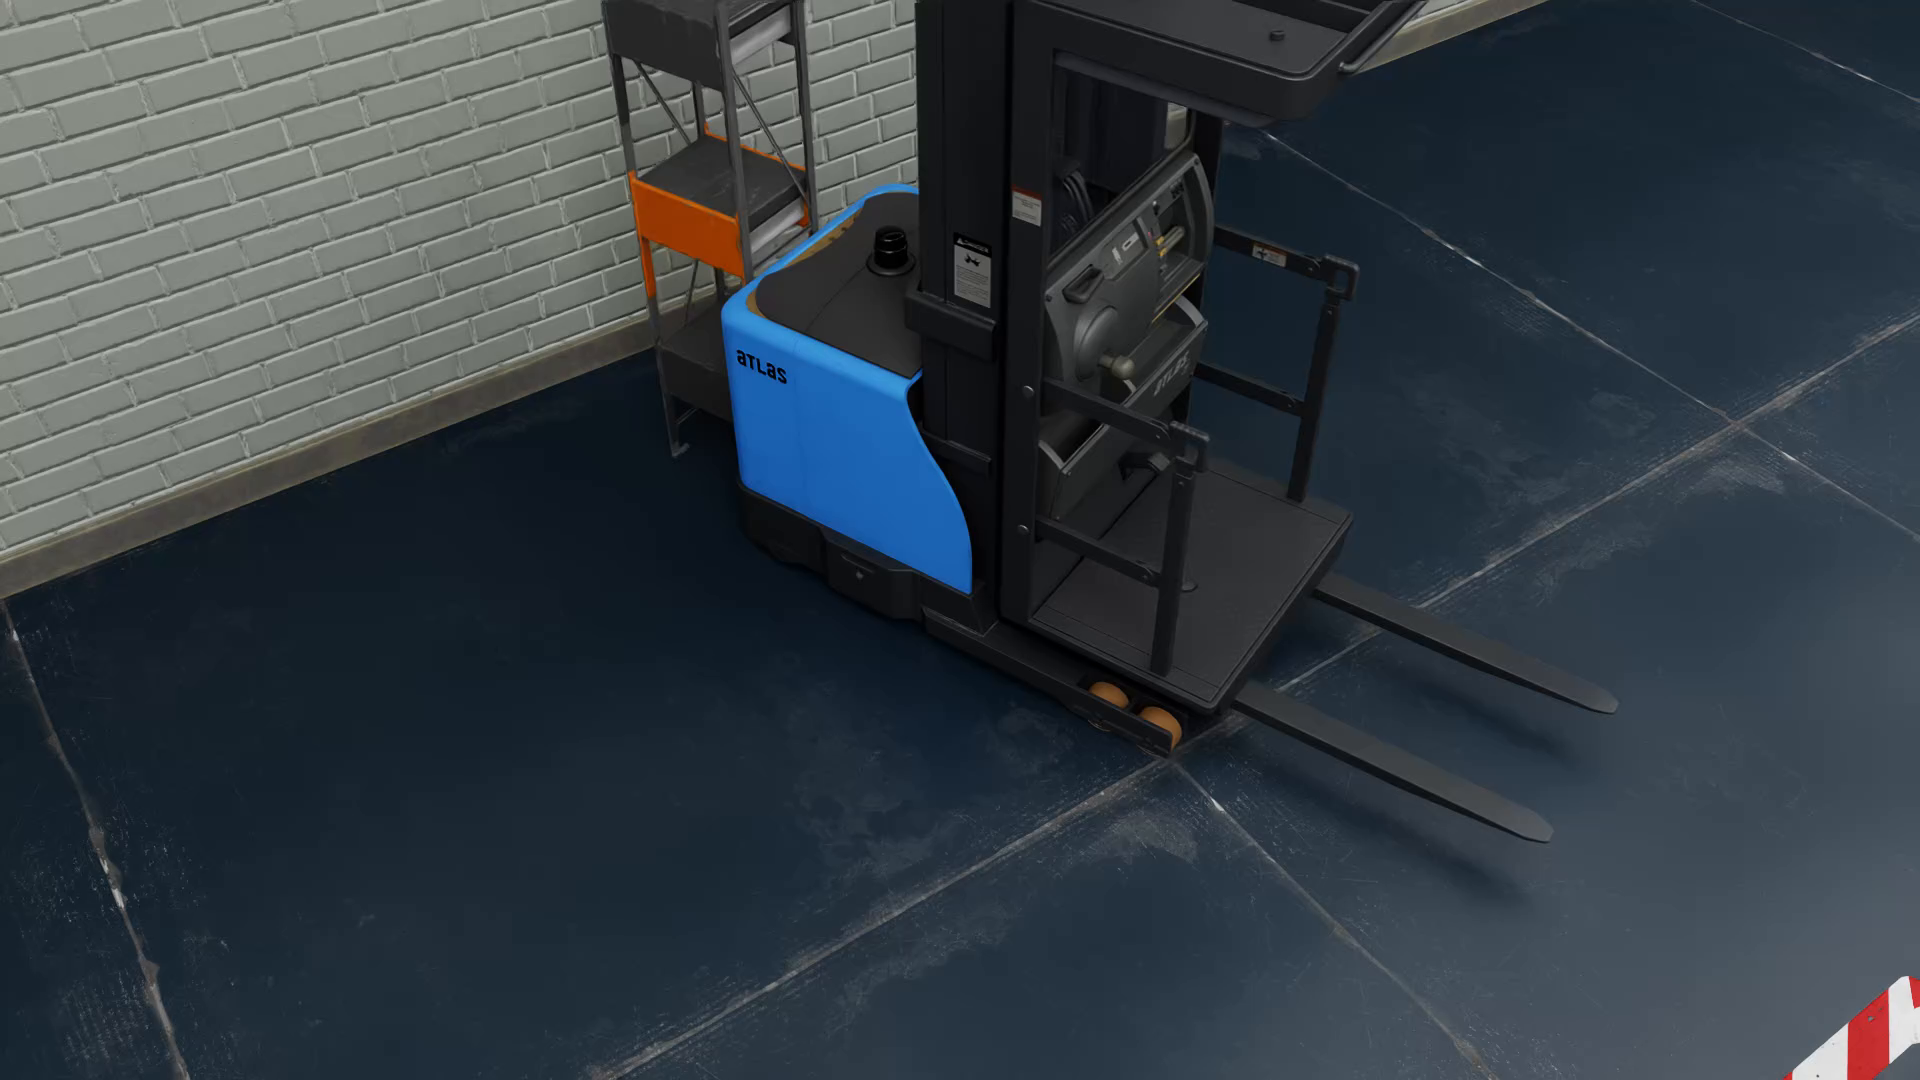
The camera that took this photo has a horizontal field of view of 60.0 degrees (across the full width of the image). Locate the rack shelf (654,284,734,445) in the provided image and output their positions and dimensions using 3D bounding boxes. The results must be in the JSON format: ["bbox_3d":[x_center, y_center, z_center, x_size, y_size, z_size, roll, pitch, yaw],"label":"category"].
[{"bbox_3d":[-0.822,-0.590,6.381,0.480,0.518,0.431,25,49,24],"label":"rack shelf"}]

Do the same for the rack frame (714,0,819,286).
[{"bbox_3d":[-0.620,-1.012,5.790,0.015,2.100,0.400,25,49,24],"label":"rack frame"}]

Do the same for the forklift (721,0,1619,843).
[{"bbox_3d":[0.693,-0.767,4.931,3.031,2.935,1.130,25,49,24],"label":"forklift"}]

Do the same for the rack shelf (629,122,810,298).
[{"bbox_3d":[-0.822,-1.096,5.898,0.480,0.518,0.431,25,49,24],"label":"rack shelf"}]

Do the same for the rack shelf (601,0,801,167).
[{"bbox_3d":[-0.822,-1.603,5.414,0.480,0.518,0.431,25,49,24],"label":"rack shelf"}]

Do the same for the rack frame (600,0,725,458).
[{"bbox_3d":[-1.025,-1.200,5.987,0.015,2.100,0.400,25,49,24],"label":"rack frame"}]

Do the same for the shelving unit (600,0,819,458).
[{"bbox_3d":[-0.822,-1.106,5.888,0.503,2.100,0.431,25,49,24],"label":"shelving unit"}]
